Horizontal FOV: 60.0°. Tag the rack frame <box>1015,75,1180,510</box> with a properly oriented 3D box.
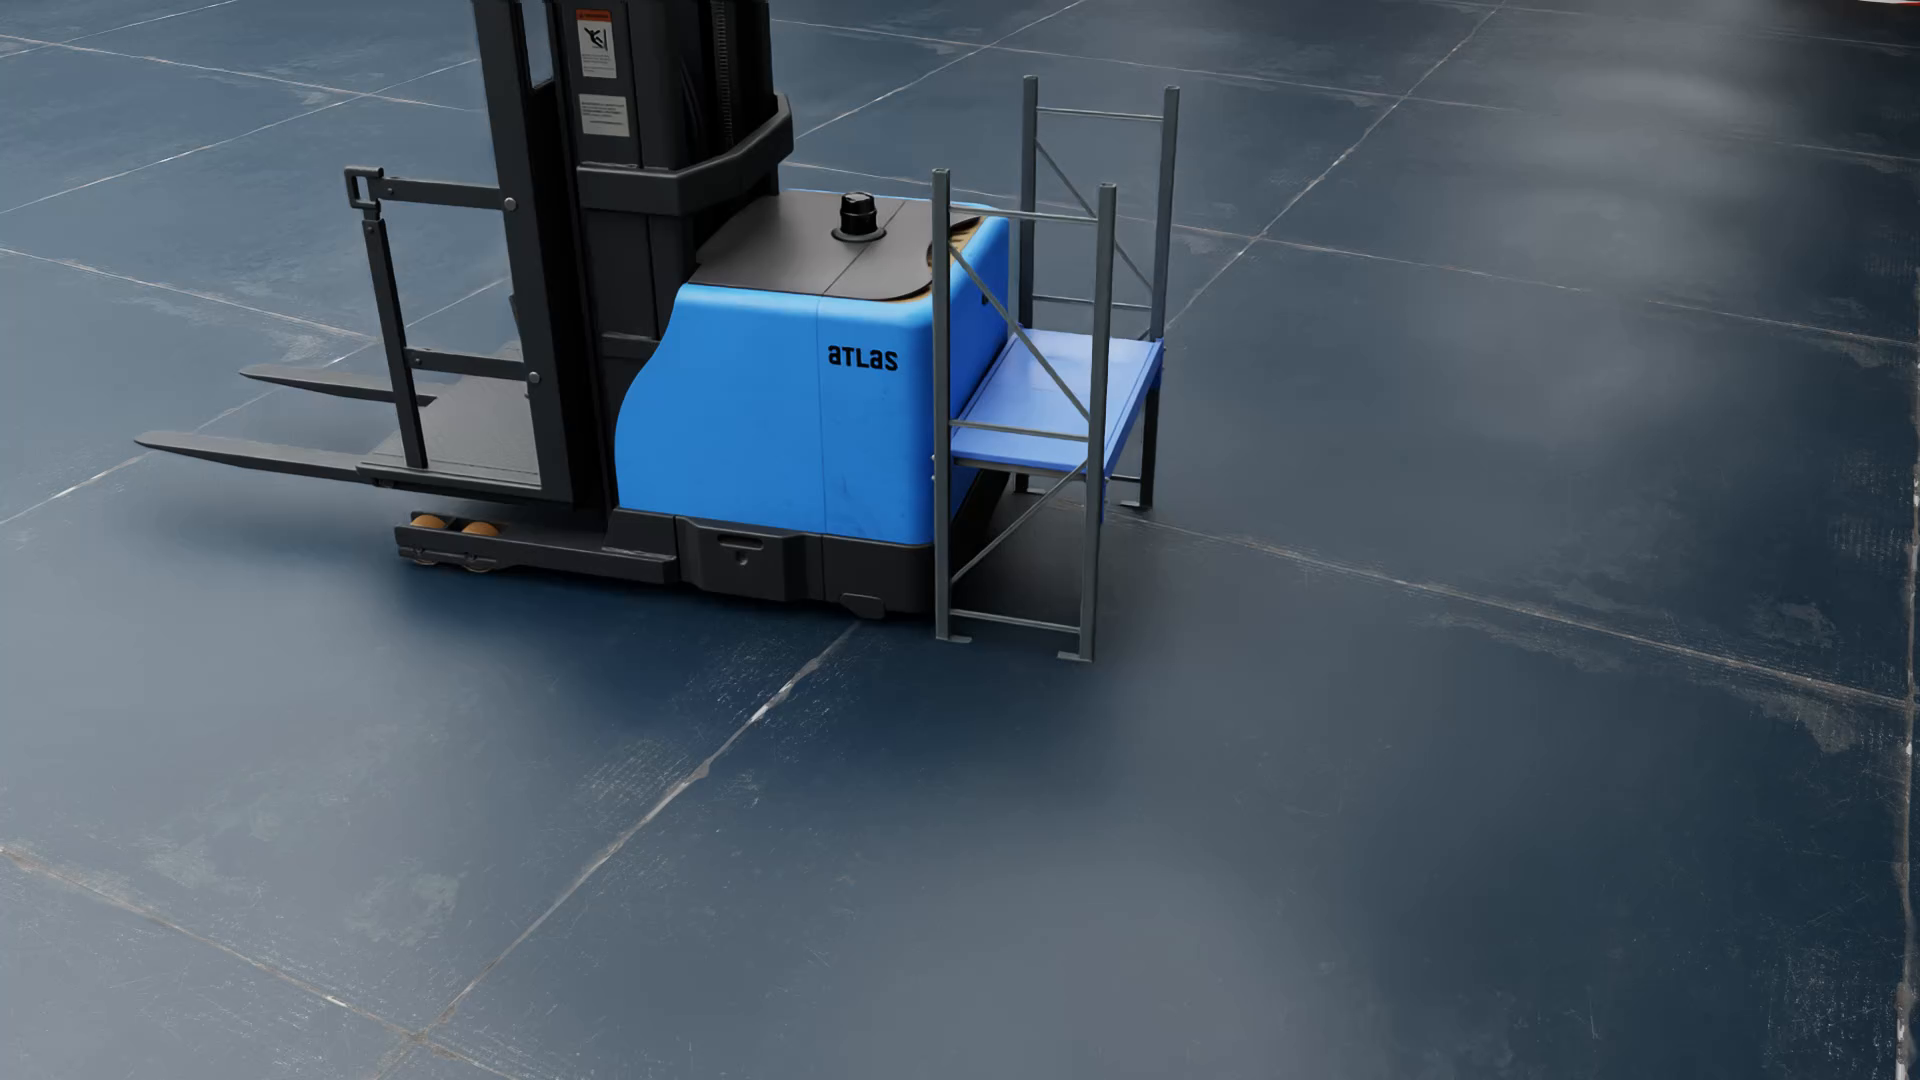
[{"bbox_3d":[0.445,-0.798,5.634,0.500,1.500,0.032,8,31,14],"label":"rack frame"}]

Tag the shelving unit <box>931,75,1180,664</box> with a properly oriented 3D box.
[{"bbox_3d":[0.307,-0.555,5.210,0.538,1.500,1.048,8,31,14],"label":"shelving unit"}]

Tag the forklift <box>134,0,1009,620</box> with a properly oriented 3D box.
[{"bbox_3d":[-1.397,-1.407,5.257,3.031,2.935,1.130,7,31,12],"label":"forklift"}]

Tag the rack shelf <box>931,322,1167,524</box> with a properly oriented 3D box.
[{"bbox_3d":[0.307,-0.399,5.300,0.538,0.185,1.000,8,31,14],"label":"rack shelf"}]

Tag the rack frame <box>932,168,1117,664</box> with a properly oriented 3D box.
[{"bbox_3d":[0.168,-0.311,4.786,0.500,1.500,0.032,8,31,14],"label":"rack frame"}]
